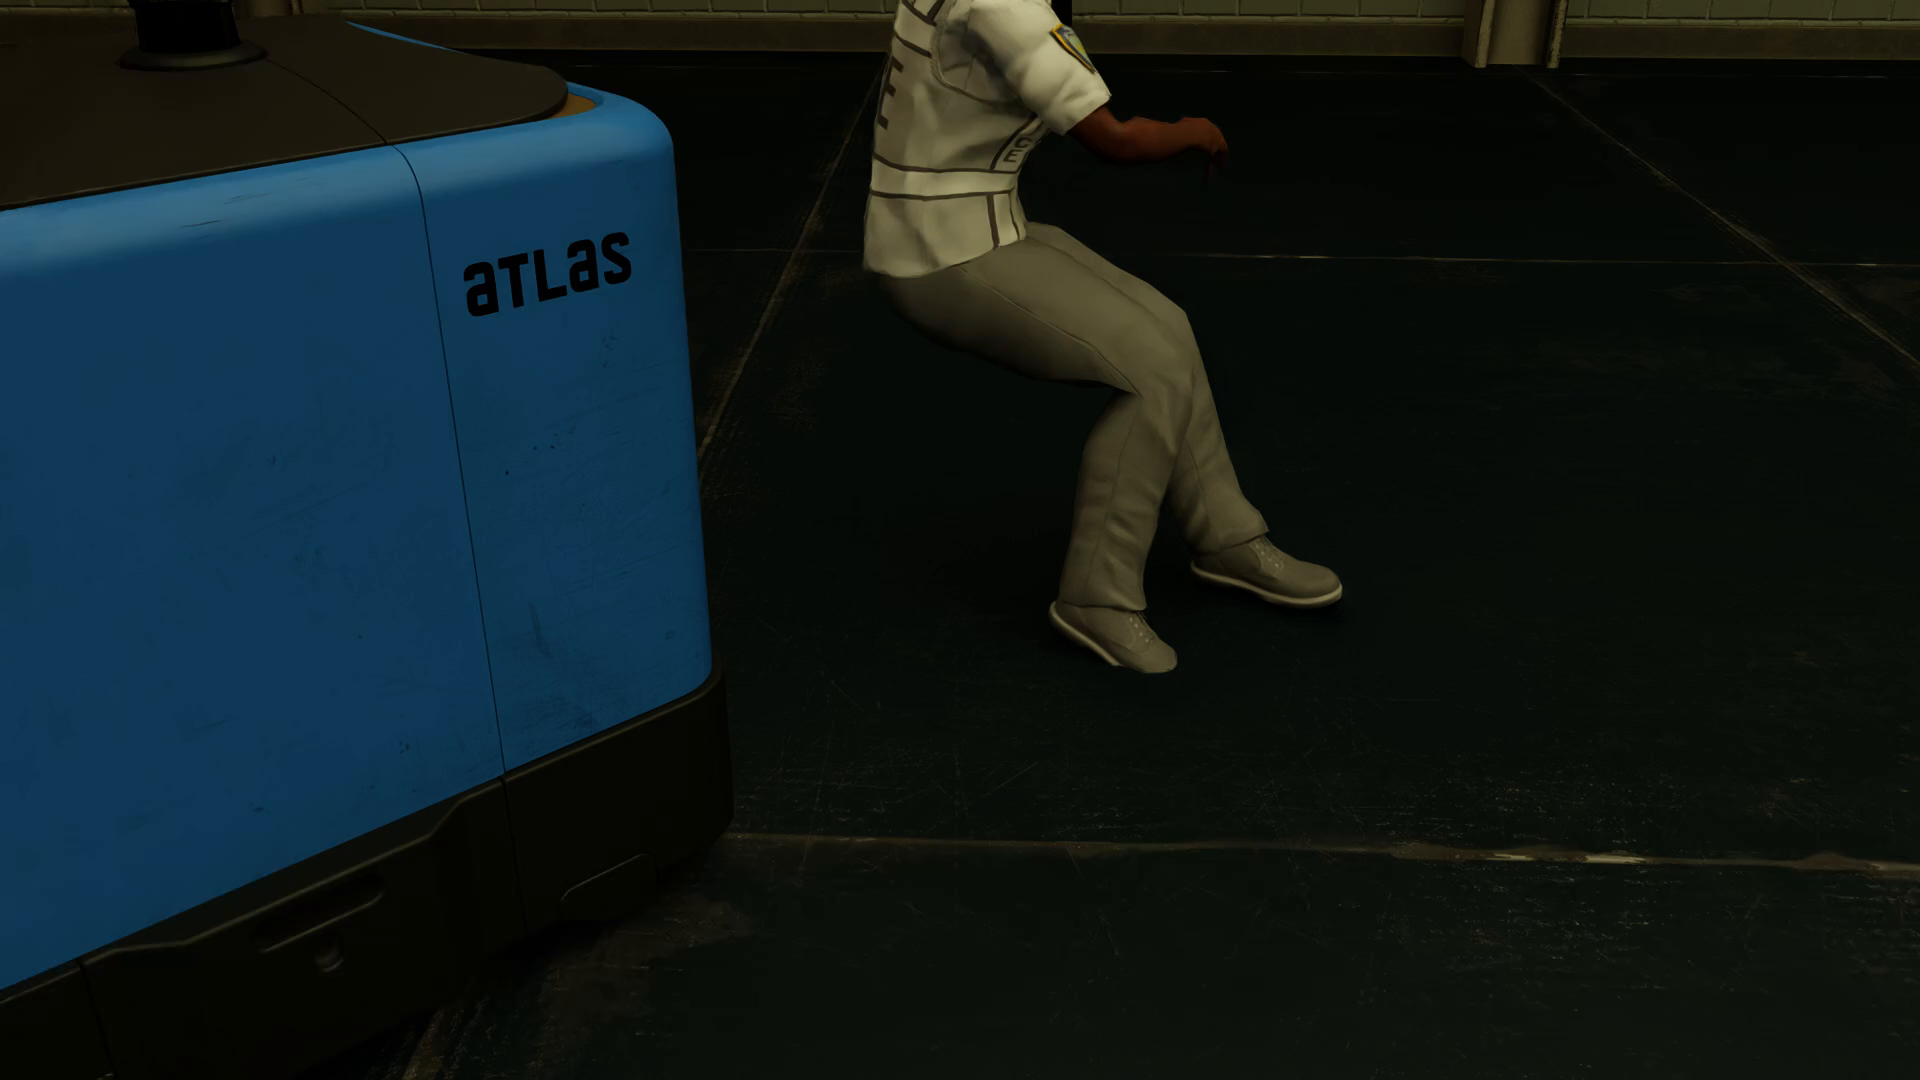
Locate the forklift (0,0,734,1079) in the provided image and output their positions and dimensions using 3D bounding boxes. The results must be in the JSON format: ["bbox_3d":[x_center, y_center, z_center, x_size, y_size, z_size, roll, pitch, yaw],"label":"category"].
[{"bbox_3d":[-1.746,-0.569,1.172,3.031,2.935,1.130,-22,34,-38],"label":"forklift"}]

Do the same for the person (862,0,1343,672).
[{"bbox_3d":[0.268,-0.544,2.953,0.882,1.438,0.850,1,26,1],"label":"person"}]
